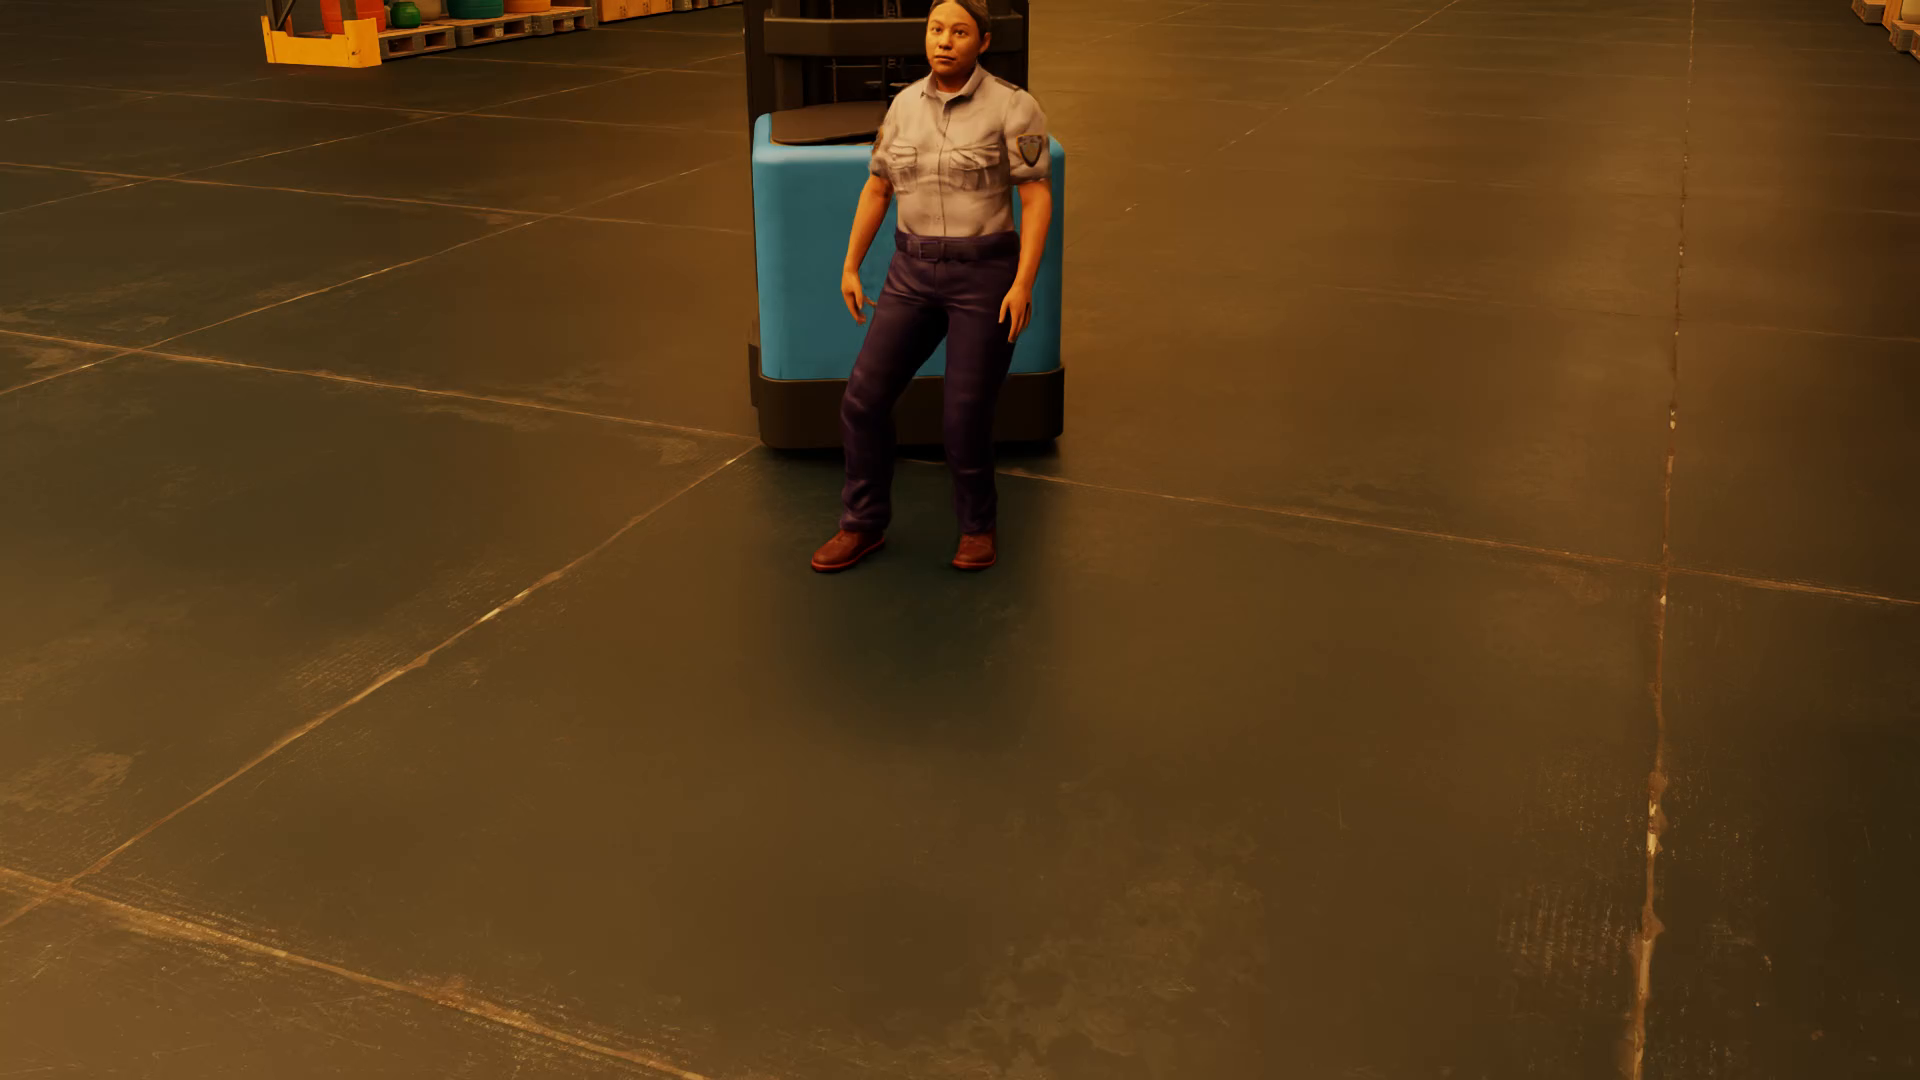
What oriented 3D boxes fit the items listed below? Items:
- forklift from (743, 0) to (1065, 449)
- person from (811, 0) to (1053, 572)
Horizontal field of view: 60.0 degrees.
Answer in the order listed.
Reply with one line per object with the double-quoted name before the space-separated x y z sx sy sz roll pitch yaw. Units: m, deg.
"forklift" -0.306 -2.191 6.535 1.130 2.935 3.031 -2 23 -5
"person" -0.082 -0.687 4.660 0.620 1.635 0.516 11 25 25
